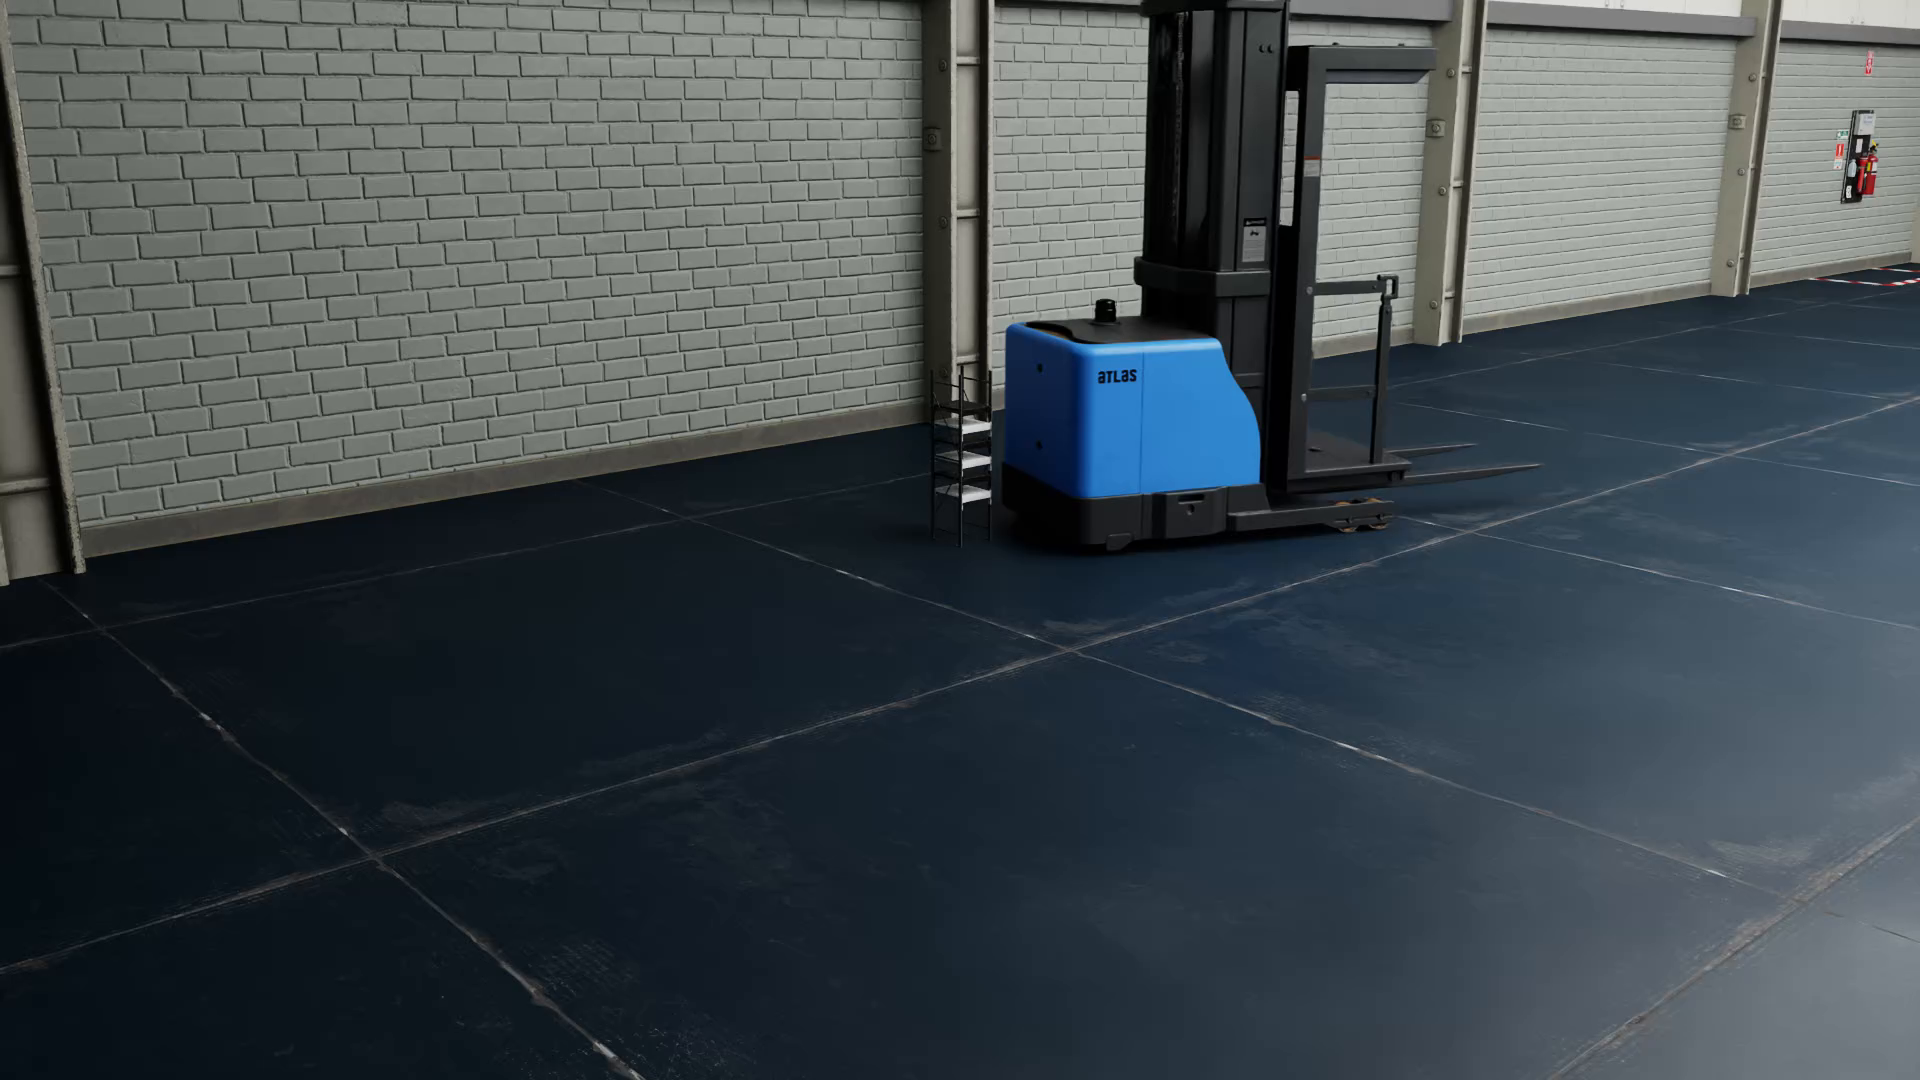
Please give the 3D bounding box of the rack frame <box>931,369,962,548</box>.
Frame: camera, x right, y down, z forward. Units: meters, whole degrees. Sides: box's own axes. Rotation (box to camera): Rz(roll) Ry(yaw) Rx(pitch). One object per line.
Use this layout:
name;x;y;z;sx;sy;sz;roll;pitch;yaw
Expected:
rack frame;-0.071;-0.419;8.575;0.006;0.900;0.240;-13;20;-39

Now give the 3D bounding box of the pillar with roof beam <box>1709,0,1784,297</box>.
pillar with roof beam;11.865;-6.399;15.269;0.400;9.000;9.100;-13;19;-39

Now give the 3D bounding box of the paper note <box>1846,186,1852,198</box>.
paper note;11.497;-4.502;21.499;0.142;0.148;0.016;-13;19;-39

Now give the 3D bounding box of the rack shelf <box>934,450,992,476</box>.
rack shelf;0.006;-0.404;8.648;0.200;0.077;0.258;-13;20;-39

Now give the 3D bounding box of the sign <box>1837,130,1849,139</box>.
sign;11.200;-5.143;21.095;0.331;0.109;0.001;-13;19;-39

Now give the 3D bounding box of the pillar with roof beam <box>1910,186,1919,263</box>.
pillar with roof beam;16.391;-7.416;19.075;0.400;9.000;9.100;-13;19;-39

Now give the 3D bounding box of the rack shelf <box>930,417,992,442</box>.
rack shelf;0.006;-0.578;8.601;0.200;0.077;0.258;-13;20;-39

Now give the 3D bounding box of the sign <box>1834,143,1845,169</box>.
sign;11.191;-4.888;21.167;0.234;0.329;0.001;-13;19;-39

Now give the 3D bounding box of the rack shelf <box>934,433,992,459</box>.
rack shelf;0.006;-0.491;8.624;0.200;0.077;0.258;-13;20;-39

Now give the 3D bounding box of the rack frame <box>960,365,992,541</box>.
rack frame;0.083;-0.453;8.703;0.006;0.900;0.240;-13;20;-39

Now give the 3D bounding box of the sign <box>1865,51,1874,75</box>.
sign;11.604;-6.082;21.215;0.199;0.298;0.001;-13;19;-39

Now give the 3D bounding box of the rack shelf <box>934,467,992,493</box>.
rack shelf;0.006;-0.317;8.671;0.200;0.077;0.258;-13;20;-39

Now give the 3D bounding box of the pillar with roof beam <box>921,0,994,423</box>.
pillar with roof beam;2.812;-4.366;7.659;0.400;9.000;9.100;-13;19;-39

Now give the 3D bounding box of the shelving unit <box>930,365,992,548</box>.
shelving unit;0.006;-0.436;8.639;0.210;0.900;0.258;-13;20;-39

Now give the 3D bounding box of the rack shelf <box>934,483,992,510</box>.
rack shelf;0.006;-0.230;8.694;0.200;0.077;0.258;-13;20;-39

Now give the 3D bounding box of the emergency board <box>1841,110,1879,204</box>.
emergency board;11.676;-4.944;21.447;0.643;1.169;0.194;-13;19;-39

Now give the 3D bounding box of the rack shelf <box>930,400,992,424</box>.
rack shelf;0.006;-0.665;8.578;0.200;0.077;0.258;-13;20;-39

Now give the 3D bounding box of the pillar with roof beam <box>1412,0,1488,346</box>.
pillar with roof beam;7.338;-5.383;11.464;0.400;9.000;9.100;-13;19;-39

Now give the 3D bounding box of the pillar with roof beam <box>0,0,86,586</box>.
pillar with roof beam;-1.714;-3.350;3.854;0.400;9.000;9.100;-13;19;-39

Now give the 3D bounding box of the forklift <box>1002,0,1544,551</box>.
forklift;1.803;-1.575;8.968;3.031;2.935;1.130;-5;16;-20
